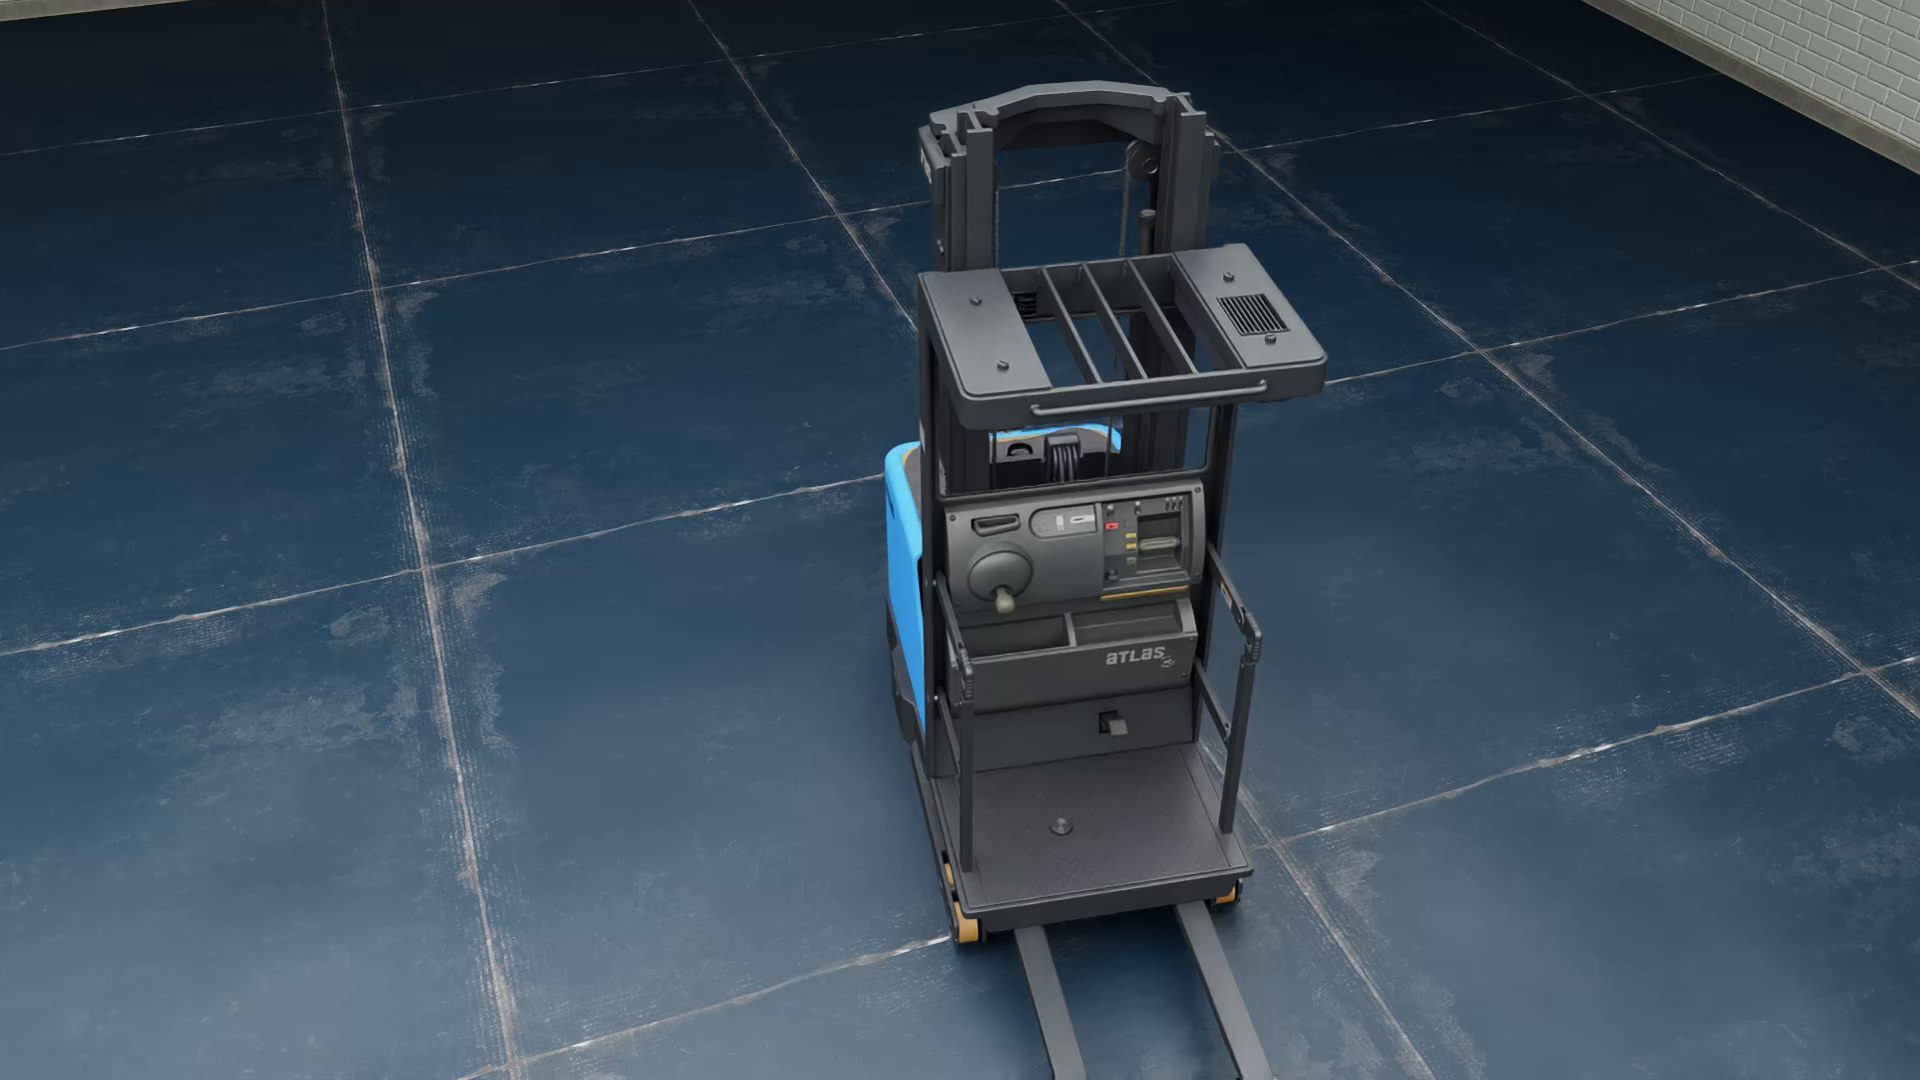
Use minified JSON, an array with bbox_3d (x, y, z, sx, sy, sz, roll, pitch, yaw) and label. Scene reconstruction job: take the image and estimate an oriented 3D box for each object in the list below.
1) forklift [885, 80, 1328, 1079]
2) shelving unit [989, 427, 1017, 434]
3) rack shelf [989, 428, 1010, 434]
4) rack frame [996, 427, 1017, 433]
[{"bbox_3d":[0.455,0.097,5.685,1.130,2.935,3.031,-7,38,-9],"label":"forklift"},{"bbox_3d":[0.057,-0.386,7.765,0.258,1.200,0.503,-12,39,-16],"label":"shelving unit"},{"bbox_3d":[0.057,-0.511,7.671,0.258,0.148,0.480,-12,39,-16],"label":"rack shelf"},{"bbox_3d":[0.141,-0.248,7.582,0.240,1.200,0.015,-12,39,-16],"label":"rack frame"}]
